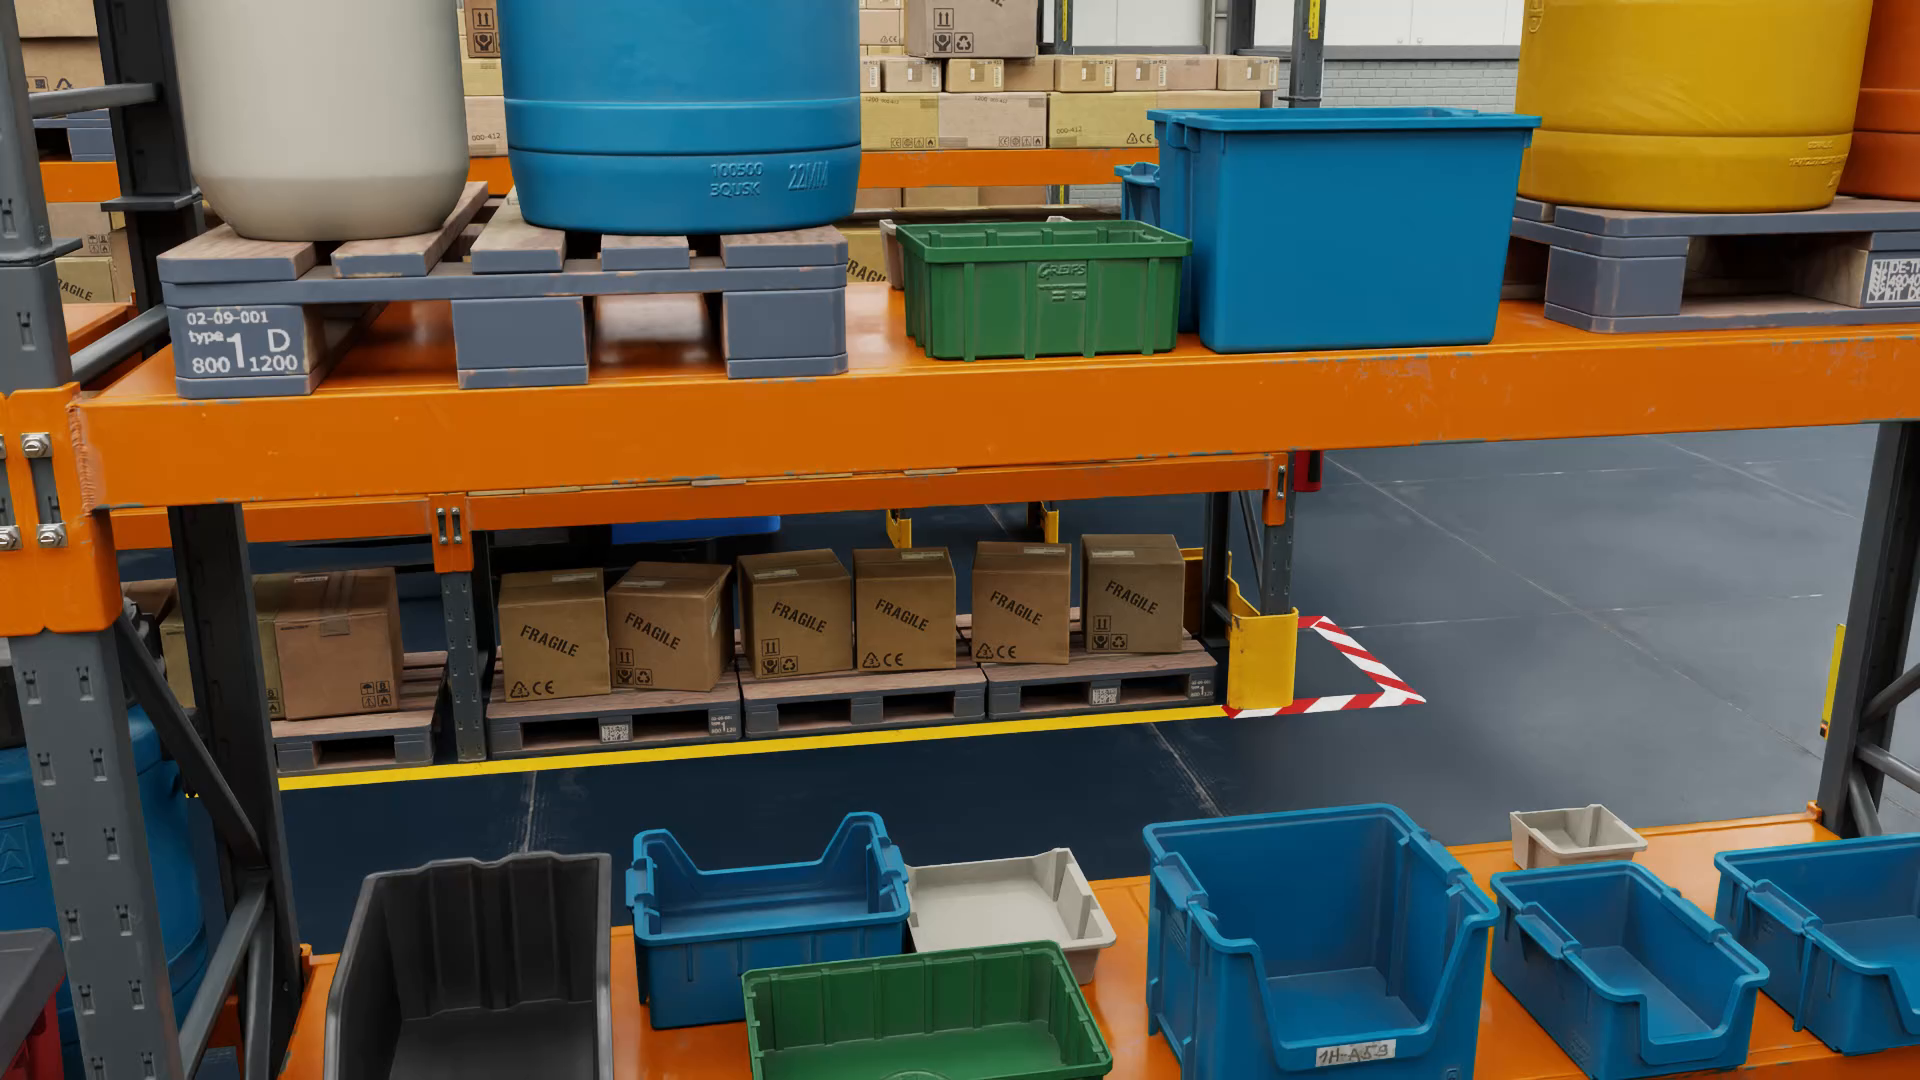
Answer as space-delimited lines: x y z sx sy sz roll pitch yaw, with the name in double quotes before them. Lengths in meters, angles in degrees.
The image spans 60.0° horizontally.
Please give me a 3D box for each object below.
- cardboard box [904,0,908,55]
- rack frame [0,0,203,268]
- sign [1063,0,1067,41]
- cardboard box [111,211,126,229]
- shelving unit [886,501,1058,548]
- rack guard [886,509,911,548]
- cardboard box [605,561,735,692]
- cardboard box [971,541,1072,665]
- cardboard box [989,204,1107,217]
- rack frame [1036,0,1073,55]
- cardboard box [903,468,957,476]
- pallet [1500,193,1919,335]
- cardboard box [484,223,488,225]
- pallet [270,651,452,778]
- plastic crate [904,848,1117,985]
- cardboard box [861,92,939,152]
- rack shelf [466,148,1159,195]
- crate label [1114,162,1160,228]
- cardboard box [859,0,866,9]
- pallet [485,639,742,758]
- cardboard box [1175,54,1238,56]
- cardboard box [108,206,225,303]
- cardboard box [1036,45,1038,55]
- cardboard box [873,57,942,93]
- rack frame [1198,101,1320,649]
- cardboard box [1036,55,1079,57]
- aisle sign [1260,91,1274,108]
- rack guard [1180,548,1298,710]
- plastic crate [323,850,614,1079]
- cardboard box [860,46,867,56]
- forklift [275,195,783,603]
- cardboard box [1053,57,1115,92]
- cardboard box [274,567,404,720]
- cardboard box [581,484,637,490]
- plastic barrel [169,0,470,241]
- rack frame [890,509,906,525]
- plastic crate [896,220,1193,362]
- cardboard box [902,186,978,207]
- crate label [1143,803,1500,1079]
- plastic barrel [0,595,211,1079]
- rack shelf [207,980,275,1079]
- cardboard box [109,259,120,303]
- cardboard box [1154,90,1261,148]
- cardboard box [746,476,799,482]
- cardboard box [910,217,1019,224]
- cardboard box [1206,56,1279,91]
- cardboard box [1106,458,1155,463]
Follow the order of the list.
"cardboard box" 0.014 -2.602 8.038 0.500 0.500 0.500 -3 17 -11
"rack frame" -1.465 -1.961 2.371 0.127 3.000 1.000 -3 17 -10
"sign" 0.770 -3.842 12.229 0.005 0.325 0.100 -3 17 -10
"cardboard box" -5.732 -2.340 11.947 0.500 0.500 0.700 -4 17 -11
"shelving unit" 0.075 -0.721 11.105 1.083 1.500 0.587 -3 17 -10
"rack guard" -0.414 -0.096 11.199 0.087 0.250 0.587 -3 17 -10
"cardboard box" -1.444 0.428 8.352 0.500 0.500 0.500 2 17 7
"cardboard box" 0.326 0.323 8.693 0.500 0.500 0.500 1 17 4
"cardboard box" 0.438 -1.434 8.492 0.500 0.500 0.500 -3 17 -10
"rack frame" 0.681 -5.047 12.418 0.127 3.000 1.000 -3 17 -10
"cardboard box" -0.171 -0.435 8.046 0.250 0.149 0.380 -3 17 -10
"pallet" 1.631 -0.642 3.506 1.213 0.211 1.003 -3 17 -10
"cardboard box" -2.015 -1.294 8.035 0.500 0.500 0.500 -3 17 -10
"pallet" -3.169 0.855 8.167 1.213 0.211 1.003 -3 17 -10
"plastic crate" 0.081 0.869 3.823 0.437 0.136 0.530 -3 17 -10
"cardboard box" -0.390 -1.922 7.607 0.500 0.250 0.500 -4 17 -11
"rack shelf" -0.441 -1.723 7.928 4.000 0.370 1.077 -3 17 -10
"crate label" 0.562 -0.670 3.529 0.408 0.251 0.502 -3 17 -10
"cardboard box" -0.834 -3.936 12.093 0.250 0.149 0.380 -4 17 -11
"pallet" -1.752 0.764 8.465 1.213 0.211 1.003 -3 17 -10
"cardboard box" 1.208 -2.348 8.316 0.250 0.149 0.380 -3 17 -11
"cardboard box" -3.212 -1.005 7.738 1.000 1.000 1.000 -3 17 -10
"cardboard box" 0.419 -3.626 12.441 0.250 0.149 0.380 -3 17 -11
"cardboard box" -0.248 -2.119 7.570 0.250 0.149 0.380 -4 18 -13
"rack frame" 1.522 -0.744 8.626 0.127 3.000 1.000 -3 17 -10
"cardboard box" 0.430 -2.317 8.216 0.250 0.149 0.380 -3 17 -8
"aisle sign" 1.526 -2.077 8.537 0.004 0.787 0.394 -3 17 -10
"rack guard" 1.448 0.455 8.979 0.348 0.500 1.175 -3 17 -10
"plastic crate" -0.927 0.944 3.236 0.504 0.338 0.767 -3 17 -10
"cardboard box" -0.829 -3.555 12.211 0.250 0.149 0.380 -3 17 -10
"forklift" -2.696 -1.189 10.190 3.031 2.935 1.130 -5 18 -14
"cardboard box" 0.541 -2.143 7.648 0.250 0.149 0.380 -3 17 -10
"cardboard box" -3.012 0.491 8.112 0.500 0.500 0.700 -5 18 -15
"cardboard box" -1.649 -0.359 7.798 0.250 0.149 0.380 -3 17 -10
"plastic barrel" -1.005 -0.749 2.627 0.421 0.512 0.421 0 17 0
"rack frame" -0.415 -0.693 11.015 0.032 1.500 0.500 -3 17 -10
"plastic crate" 0.135 -0.435 2.873 0.450 0.188 0.336 -3 17 -10
"cardboard box" -0.214 -2.701 12.901 0.550 0.550 0.875 -3 17 -10
"crate label" 0.706 0.847 3.384 0.616 0.435 0.502 -3 17 -10
"plastic barrel" -1.902 0.601 3.392 0.708 0.901 0.600 -3 17 -10
"rack shelf" -3.429 1.362 2.995 4.000 0.370 1.077 -3 17 -10
"cardboard box" -5.688 -1.786 11.848 0.500 0.500 0.500 -3 17 -10
"cardboard box" 1.097 -2.006 7.881 0.500 0.250 0.500 -3 17 -9
"cardboard box" -0.914 -0.403 7.944 0.250 0.149 0.380 -3 17 -10
"cardboard box" 0.048 -1.254 7.904 0.500 0.500 0.500 -3 17 -10
"cardboard box" 1.309 -2.191 7.805 0.250 0.149 0.380 -3 17 -10
"cardboard box" 0.800 -0.506 8.279 0.250 0.149 0.380 -3 17 -10
